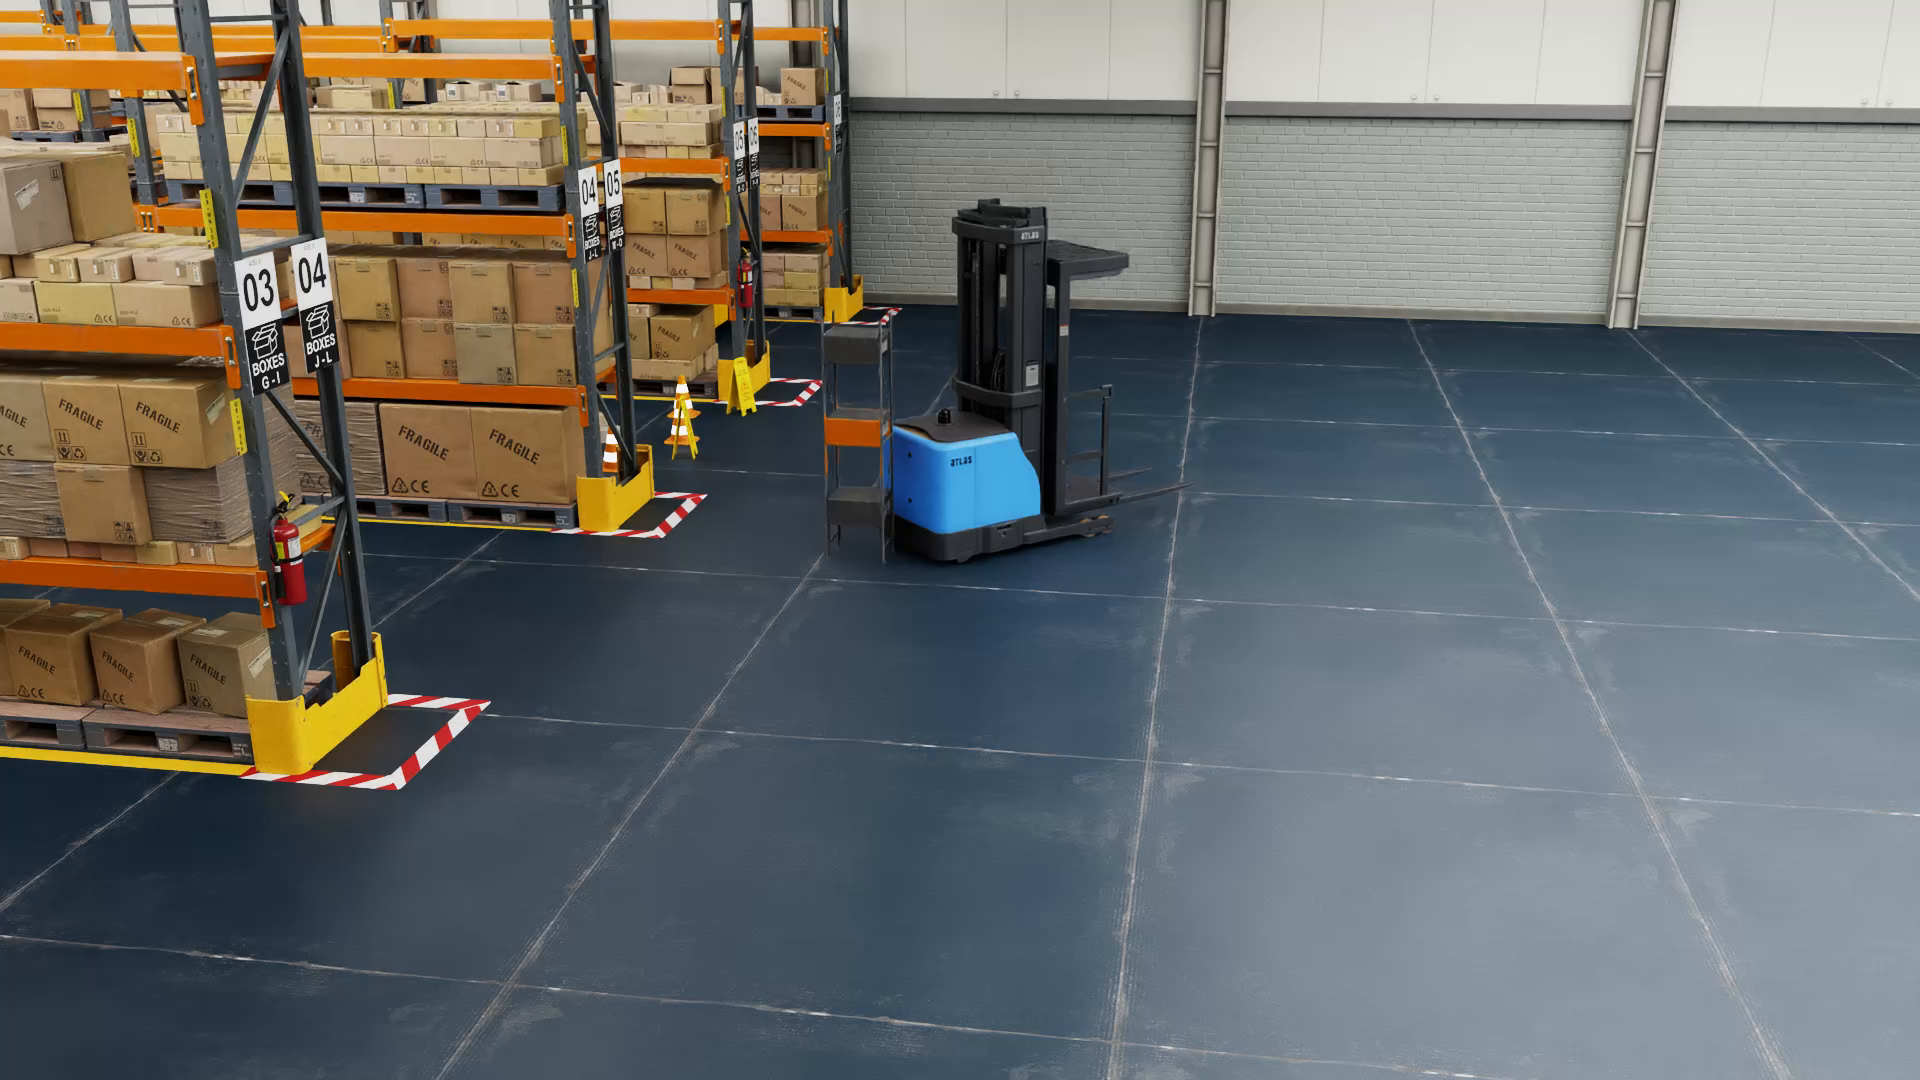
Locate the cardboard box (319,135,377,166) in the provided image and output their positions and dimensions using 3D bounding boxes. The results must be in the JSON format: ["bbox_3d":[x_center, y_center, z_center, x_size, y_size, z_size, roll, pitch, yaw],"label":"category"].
[{"bbox_3d":[-5.240,-3.436,14.567,0.500,0.250,0.500,3,19,9],"label":"cardboard box"}]

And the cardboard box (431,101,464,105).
[{"bbox_3d":[-6.142,-5.175,19.954,0.250,0.149,0.380,3,19,10],"label":"cardboard box"}]

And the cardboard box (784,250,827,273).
[{"bbox_3d":[-2.261,-4.090,24.394,0.500,0.250,0.500,4,19,10],"label":"cardboard box"}]

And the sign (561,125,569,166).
[{"bbox_3d":[-3.326,-3.319,13.998,0.005,0.325,0.100,3,19,9],"label":"sign"}]

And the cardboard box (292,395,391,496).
[{"bbox_3d":[-5.675,-0.979,15.688,0.875,0.875,0.875,3,19,9],"label":"cardboard box"}]

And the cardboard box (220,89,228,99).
[{"bbox_3d":[-11.043,-6.748,25.123,0.250,0.149,0.380,3,19,9],"label":"cardboard box"}]

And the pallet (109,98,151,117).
[{"bbox_3d":[-12.972,-6.677,25.601,1.003,0.211,1.213,3,19,9],"label":"pallet"}]

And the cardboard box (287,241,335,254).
[{"bbox_3d":[-6.255,-2.448,15.453,0.550,0.550,0.875,3,19,9],"label":"cardboard box"}]

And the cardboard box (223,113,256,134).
[{"bbox_3d":[-6.368,-3.663,14.616,0.250,0.149,0.380,3,19,8],"label":"cardboard box"}]

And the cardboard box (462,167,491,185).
[{"bbox_3d":[-4.110,-3.170,14.399,0.250,0.149,0.380,3,19,9],"label":"cardboard box"}]

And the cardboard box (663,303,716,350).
[{"bbox_3d":[-3.317,-2.619,20.392,0.500,0.500,0.500,2,19,7],"label":"cardboard box"}]

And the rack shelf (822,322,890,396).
[{"bbox_3d":[-0.856,-1.510,13.843,0.480,0.518,0.431,3,19,10],"label":"rack shelf"}]

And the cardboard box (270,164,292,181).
[{"bbox_3d":[-5.865,-3.260,14.667,0.250,0.149,0.380,3,19,8],"label":"cardboard box"}]

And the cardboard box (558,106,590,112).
[{"bbox_3d":[-4.441,-4.912,19.169,0.250,0.149,0.380,3,19,10],"label":"cardboard box"}]

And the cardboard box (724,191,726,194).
[{"bbox_3d":[-3.414,-5.136,24.247,0.250,0.149,0.380,3,19,9],"label":"cardboard box"}]

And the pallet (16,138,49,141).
[{"bbox_3d":[-12.188,-5.046,20.728,1.213,0.211,1.003,4,19,11],"label":"pallet"}]

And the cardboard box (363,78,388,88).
[{"bbox_3d":[-8.465,-6.807,24.716,0.500,0.500,0.700,3,19,8],"label":"cardboard box"}]

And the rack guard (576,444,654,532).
[{"bbox_3d":[-3.202,-0.497,15.501,0.348,0.500,1.175,3,19,9],"label":"rack guard"}]

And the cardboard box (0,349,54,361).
[{"bbox_3d":[-6.093,-0.986,10.820,0.500,0.500,0.500,3,19,9],"label":"cardboard box"}]

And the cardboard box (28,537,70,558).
[{"bbox_3d":[-5.663,-0.023,10.541,0.250,0.149,0.380,3,19,9],"label":"cardboard box"}]

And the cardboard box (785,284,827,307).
[{"bbox_3d":[-2.271,-3.615,24.551,0.500,0.250,0.500,3,19,9],"label":"cardboard box"}]

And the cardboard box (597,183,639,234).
[{"bbox_3d":[-4.098,-3.881,19.472,0.500,0.500,0.700,3,19,8],"label":"cardboard box"}]

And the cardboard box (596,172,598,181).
[{"bbox_3d":[-5.439,-5.383,24.516,0.250,0.149,0.380,3,19,10],"label":"cardboard box"}]

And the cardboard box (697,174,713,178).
[{"bbox_3d":[-3.659,-5.318,24.322,0.250,0.149,0.380,3,19,9],"label":"cardboard box"}]

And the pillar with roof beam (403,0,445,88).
[{"bbox_3d":[-8.908,-6.911,21.274,0.400,9.000,9.100,3,19,9],"label":"pillar with roof beam"}]

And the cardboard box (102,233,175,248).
[{"bbox_3d":[-5.115,-1.815,10.381,0.250,0.149,0.380,4,19,11],"label":"cardboard box"}]

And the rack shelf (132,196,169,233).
[{"bbox_3d":[-9.150,-3.067,15.649,4.000,0.370,1.077,3,19,9],"label":"rack shelf"}]

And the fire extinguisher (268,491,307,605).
[{"bbox_3d":[-4.072,0.052,10.043,0.183,0.674,0.296,3,19,9],"label":"fire extinguisher"}]

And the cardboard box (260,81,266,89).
[{"bbox_3d":[-10.285,-6.850,24.960,0.250,0.149,0.380,2,19,7],"label":"cardboard box"}]

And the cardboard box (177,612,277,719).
[{"bbox_3d":[-4.726,0.815,10.919,0.500,0.500,0.500,7,20,19],"label":"cardboard box"}]

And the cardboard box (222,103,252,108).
[{"bbox_3d":[-8.929,-5.046,20.266,0.637,0.503,0.797,3,19,9],"label":"cardboard box"}]

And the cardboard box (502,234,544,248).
[{"bbox_3d":[-5.107,-3.473,19.828,0.500,0.500,0.500,3,19,8],"label":"cardboard box"}]

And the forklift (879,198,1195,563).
[{"bbox_3d":[0.789,-1.537,14.777,3.031,2.935,1.130,-12,22,-32],"label":"forklift"}]

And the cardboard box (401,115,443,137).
[{"bbox_3d":[-4.614,-3.574,14.349,0.250,0.149,0.380,3,19,9],"label":"cardboard box"}]

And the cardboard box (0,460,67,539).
[{"bbox_3d":[-5.650,-0.386,10.603,0.500,0.500,0.875,3,19,9],"label":"cardboard box"}]

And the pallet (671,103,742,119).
[{"bbox_3d":[-3.659,-6.280,24.256,1.213,0.211,1.003,3,19,9],"label":"pallet"}]

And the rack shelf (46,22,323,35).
[{"bbox_3d":[-11.630,-7.612,25.136,4.000,0.370,1.077,3,19,9],"label":"rack shelf"}]

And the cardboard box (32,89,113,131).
[{"bbox_3d":[-10.835,-5.285,20.318,0.637,0.503,0.797,2,19,5],"label":"cardboard box"}]

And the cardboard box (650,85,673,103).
[{"bbox_3d":[-4.289,-6.432,23.963,0.258,0.266,0.396,2,19,7],"label":"cardboard box"}]

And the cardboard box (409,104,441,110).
[{"bbox_3d":[-6.231,-5.004,19.444,0.250,0.149,0.380,3,19,8],"label":"cardboard box"}]

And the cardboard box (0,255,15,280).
[{"bbox_3d":[-5.719,-1.659,9.916,0.250,0.149,0.380,2,19,6],"label":"cardboard box"}]

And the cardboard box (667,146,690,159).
[{"bbox_3d":[-3.188,-4.476,19.120,0.250,0.149,0.380,3,19,9],"label":"cardboard box"}]

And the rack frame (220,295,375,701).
[{"bbox_3d":[-4.112,-0.135,10.479,0.127,3.000,1.000,3,19,9],"label":"rack frame"}]

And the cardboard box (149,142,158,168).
[{"bbox_3d":[-7.732,-3.599,15.497,0.396,0.266,0.258,3,19,8],"label":"cardboard box"}]

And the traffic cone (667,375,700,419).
[{"bbox_3d":[-3.170,-1.654,19.017,0.334,0.463,0.336,3,19,9],"label":"traffic cone"}]

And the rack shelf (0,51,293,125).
[{"bbox_3d":[-6.087,-2.738,9.943,4.000,0.370,1.077,3,19,9],"label":"rack shelf"}]

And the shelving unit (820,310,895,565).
[{"bbox_3d":[-0.856,-0.859,14.061,0.503,2.100,0.431,3,19,10],"label":"shelving unit"}]

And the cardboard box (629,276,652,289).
[{"bbox_3d":[-3.720,-3.073,19.657,0.250,0.149,0.380,3,19,10],"label":"cardboard box"}]

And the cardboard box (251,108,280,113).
[{"bbox_3d":[-6.266,-3.869,15.232,0.250,0.149,0.380,3,19,9],"label":"cardboard box"}]

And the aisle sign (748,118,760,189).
[{"bbox_3d":[-2.430,-4.566,19.626,0.004,0.787,0.394,3,19,9],"label":"aisle sign"}]

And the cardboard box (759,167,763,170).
[{"bbox_3d":[-3.077,-5.430,24.655,0.250,0.149,0.380,4,19,10],"label":"cardboard box"}]

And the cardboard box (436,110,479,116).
[{"bbox_3d":[-4.508,-3.780,14.965,0.250,0.149,0.380,3,19,8],"label":"cardboard box"}]

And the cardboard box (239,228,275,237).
[{"bbox_3d":[-8.498,-3.858,20.319,0.500,0.500,0.500,2,19,7],"label":"cardboard box"}]

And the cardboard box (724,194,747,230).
[{"bbox_3d":[-3.301,-4.839,24.382,0.500,0.500,0.500,3,19,8],"label":"cardboard box"}]

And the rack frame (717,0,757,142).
[{"bbox_3d":[-2.540,-6.085,18.806,0.127,3.000,1.000,3,19,9],"label":"rack frame"}]

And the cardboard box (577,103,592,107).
[{"bbox_3d":[-4.356,-5.089,19.698,0.250,0.149,0.380,3,19,10],"label":"cardboard box"}]
